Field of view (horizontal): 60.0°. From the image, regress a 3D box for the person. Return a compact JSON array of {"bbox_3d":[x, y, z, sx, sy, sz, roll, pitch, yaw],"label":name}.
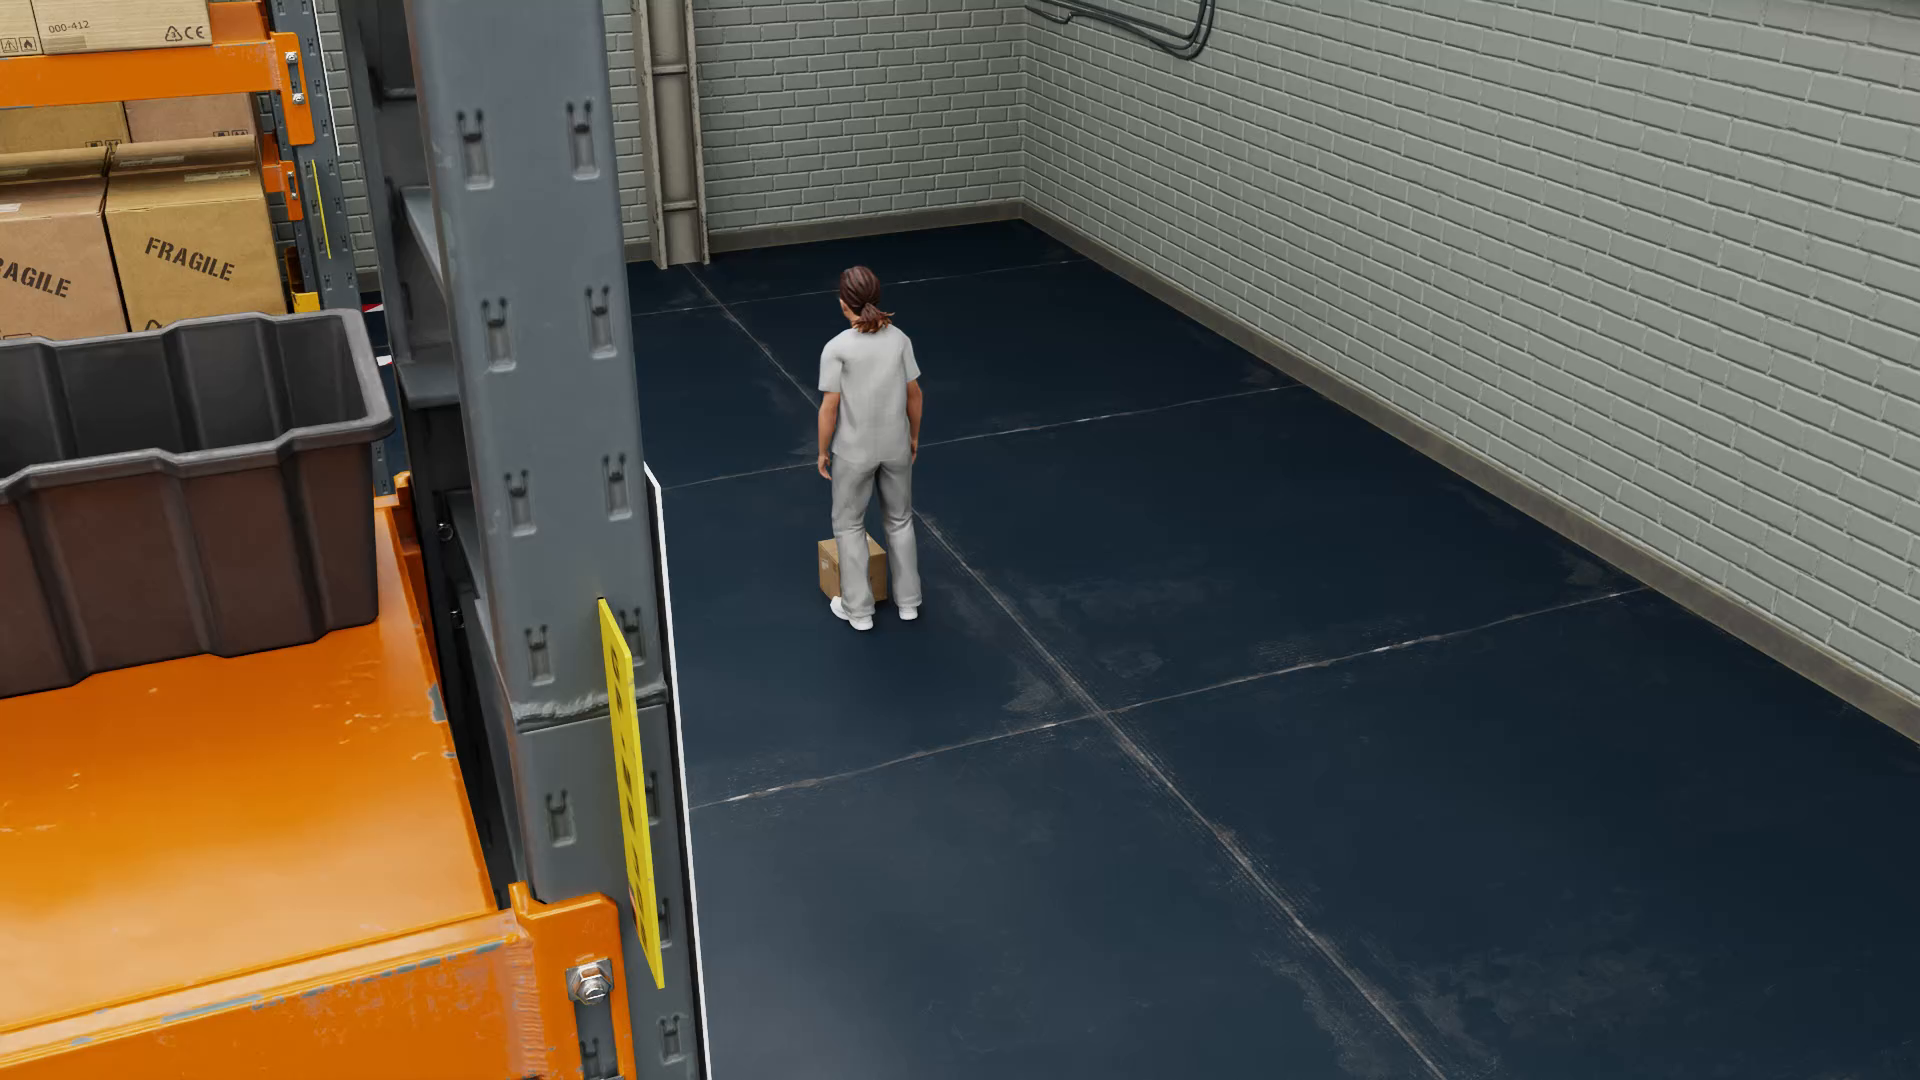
[{"bbox_3d":[-0.401,-0.398,7.427,0.486,1.673,0.358,-10,28,-20],"label":"person"}]
